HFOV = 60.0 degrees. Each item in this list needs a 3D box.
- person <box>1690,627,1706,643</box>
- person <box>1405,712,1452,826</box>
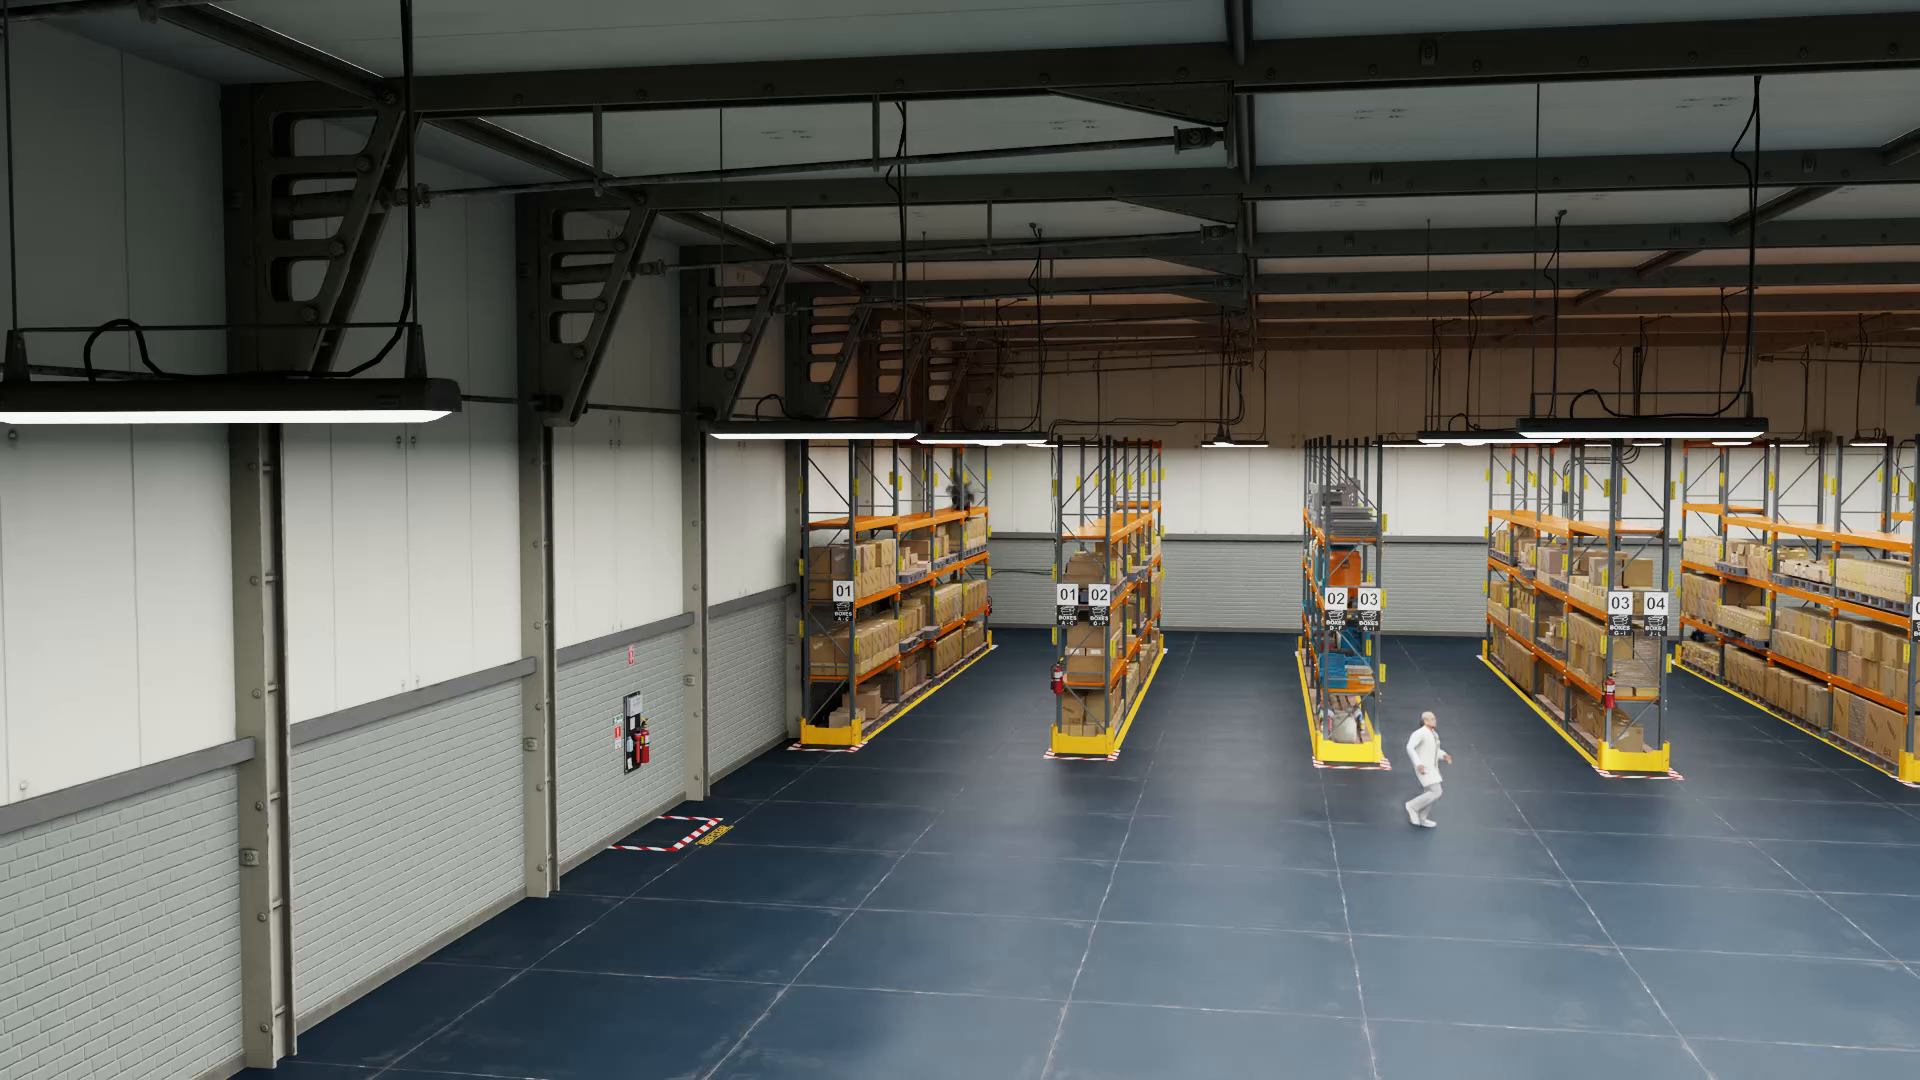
[{"bbox_3d":[20.364,2.495,45.673,0.678,1.563,0.649,1,3,24],"label":"person"},{"bbox_3d":[7.126,3.482,25.279,0.629,1.746,0.723,2,4,32],"label":"person"}]
